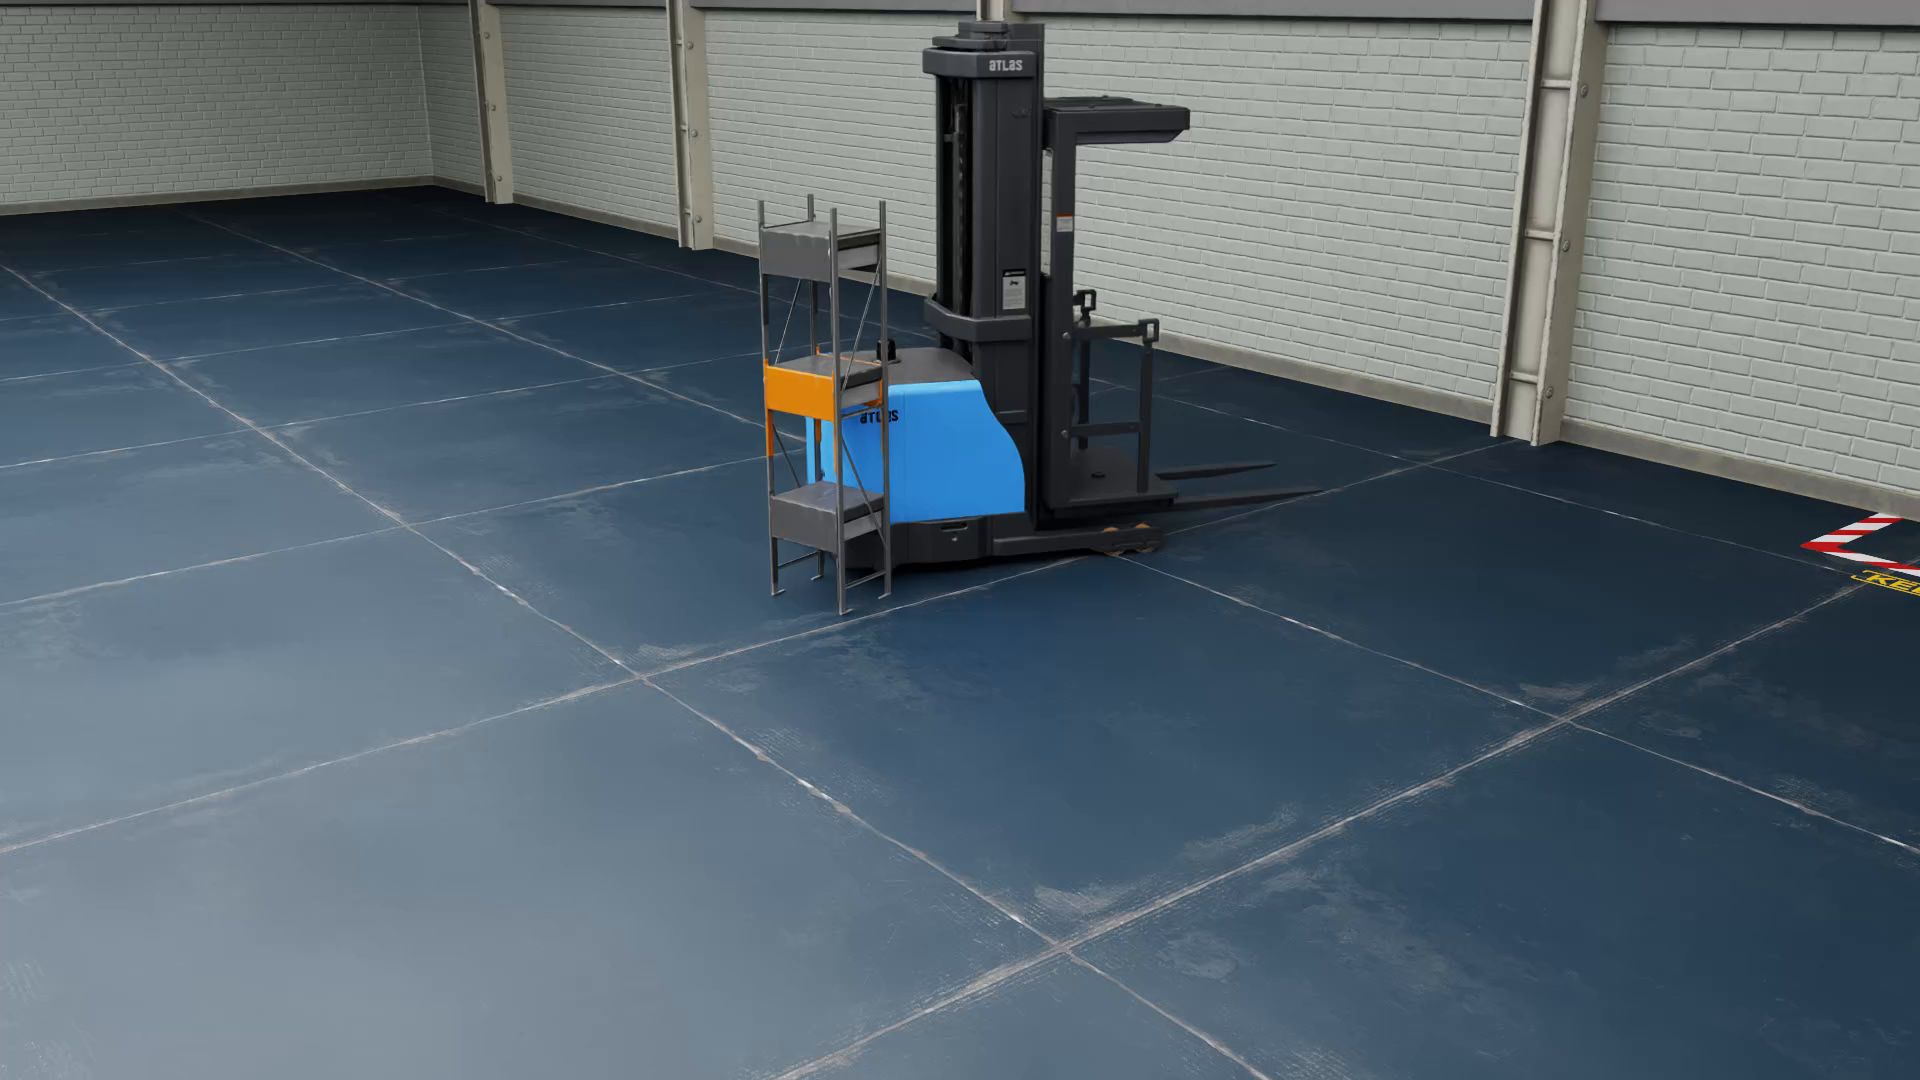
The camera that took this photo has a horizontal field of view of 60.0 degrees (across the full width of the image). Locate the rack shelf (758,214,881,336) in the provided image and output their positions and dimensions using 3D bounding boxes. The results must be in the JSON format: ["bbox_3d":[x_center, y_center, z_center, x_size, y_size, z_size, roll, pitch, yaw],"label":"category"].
[{"bbox_3d":[-0.692,-1.350,8.415,0.480,0.518,0.431,14,23,36],"label":"rack shelf"}]

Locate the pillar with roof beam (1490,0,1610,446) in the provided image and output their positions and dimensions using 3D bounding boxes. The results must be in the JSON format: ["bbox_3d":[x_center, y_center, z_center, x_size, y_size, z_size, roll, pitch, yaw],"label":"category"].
[{"bbox_3d":[0.747,-4.181,8.172,9.100,9.000,0.400,-14,23,-36],"label":"pillar with roof beam"}]

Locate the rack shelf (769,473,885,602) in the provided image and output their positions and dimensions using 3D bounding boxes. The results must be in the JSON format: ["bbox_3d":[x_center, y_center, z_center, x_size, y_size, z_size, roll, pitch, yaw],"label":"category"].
[{"bbox_3d":[-0.692,-0.021,8.855,0.480,0.518,0.431,14,23,36],"label":"rack shelf"}]

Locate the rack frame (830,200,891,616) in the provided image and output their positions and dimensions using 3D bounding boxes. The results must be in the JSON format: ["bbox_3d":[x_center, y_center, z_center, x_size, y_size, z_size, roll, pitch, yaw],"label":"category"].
[{"bbox_3d":[-0.500,-0.651,8.489,0.015,2.100,0.400,14,23,36],"label":"rack frame"}]

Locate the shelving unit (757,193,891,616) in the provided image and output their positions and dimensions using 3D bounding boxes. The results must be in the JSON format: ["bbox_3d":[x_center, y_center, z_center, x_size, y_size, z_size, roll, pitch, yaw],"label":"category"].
[{"bbox_3d":[-0.692,-0.698,8.631,0.503,2.100,0.431,14,23,36],"label":"shelving unit"}]

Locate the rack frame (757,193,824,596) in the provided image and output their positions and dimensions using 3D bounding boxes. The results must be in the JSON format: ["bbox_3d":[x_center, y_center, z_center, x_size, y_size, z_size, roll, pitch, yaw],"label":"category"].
[{"bbox_3d":[-0.885,-0.745,8.773,0.015,2.100,0.400,14,23,36],"label":"rack frame"}]

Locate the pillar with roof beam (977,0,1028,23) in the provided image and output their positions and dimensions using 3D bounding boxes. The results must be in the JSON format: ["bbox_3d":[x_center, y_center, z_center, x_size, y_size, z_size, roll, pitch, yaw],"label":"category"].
[{"bbox_3d":[-2.978,-5.659,12.637,9.100,9.000,0.400,-14,23,-36],"label":"pillar with roof beam"}]

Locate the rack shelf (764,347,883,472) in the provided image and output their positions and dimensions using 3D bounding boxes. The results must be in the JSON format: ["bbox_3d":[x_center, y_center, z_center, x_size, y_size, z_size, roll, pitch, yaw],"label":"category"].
[{"bbox_3d":[-0.692,-0.685,8.635,0.480,0.518,0.431,14,23,36],"label":"rack shelf"}]

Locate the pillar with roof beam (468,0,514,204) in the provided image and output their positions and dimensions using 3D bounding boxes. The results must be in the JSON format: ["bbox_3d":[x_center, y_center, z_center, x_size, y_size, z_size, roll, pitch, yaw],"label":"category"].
[{"bbox_3d":[-10.429,-8.616,21.567,9.100,9.000,0.400,-14,23,-36],"label":"pillar with roof beam"}]

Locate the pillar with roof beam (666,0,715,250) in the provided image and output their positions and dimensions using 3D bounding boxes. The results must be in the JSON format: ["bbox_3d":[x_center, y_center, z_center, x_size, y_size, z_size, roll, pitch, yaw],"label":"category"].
[{"bbox_3d":[-6.703,-7.138,17.102,9.100,9.000,0.400,-14,23,-36],"label":"pillar with roof beam"}]

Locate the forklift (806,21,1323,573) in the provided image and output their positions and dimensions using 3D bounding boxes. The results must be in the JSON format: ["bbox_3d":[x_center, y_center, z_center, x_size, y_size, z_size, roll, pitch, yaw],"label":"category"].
[{"bbox_3d":[0.654,-1.451,9.580,3.031,2.935,1.130,-5,19,-15],"label":"forklift"}]
